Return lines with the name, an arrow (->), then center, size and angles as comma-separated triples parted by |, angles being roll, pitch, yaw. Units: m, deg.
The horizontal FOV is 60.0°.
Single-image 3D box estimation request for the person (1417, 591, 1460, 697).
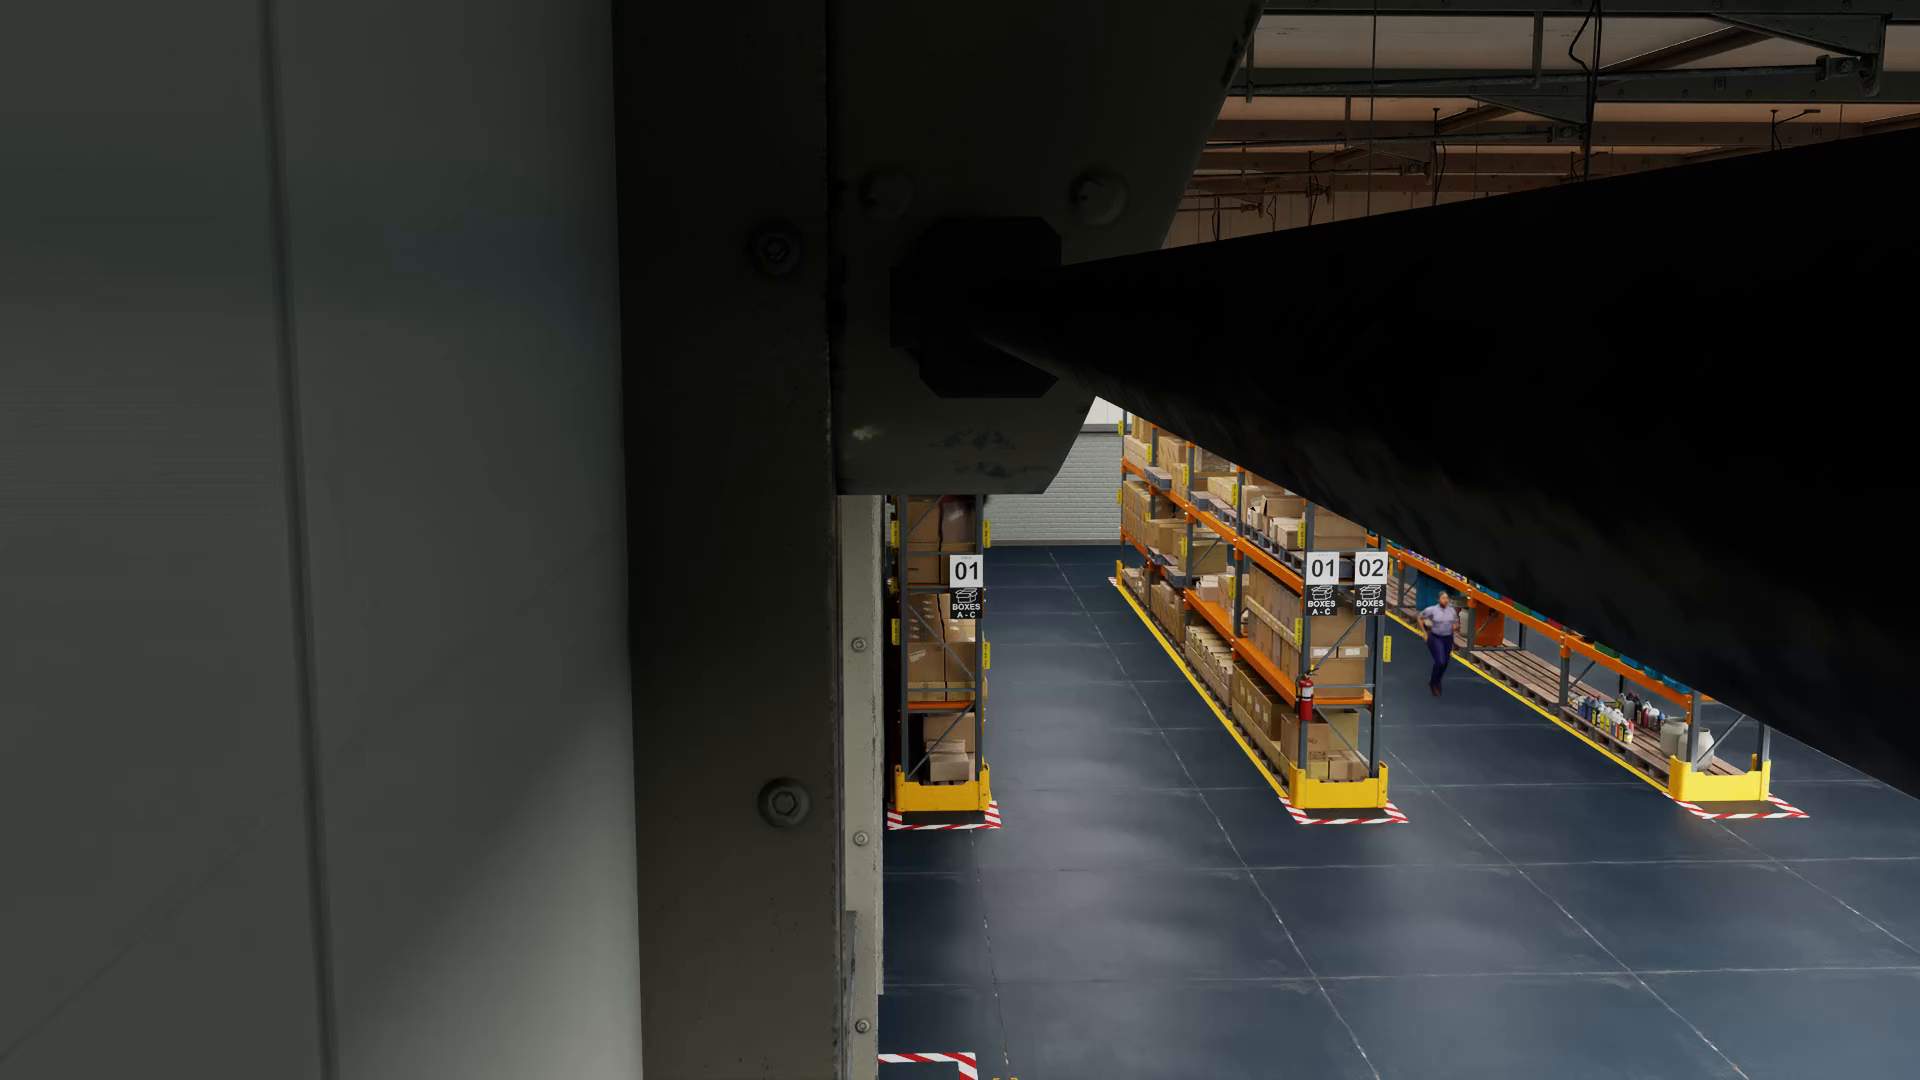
person -> 7.631, 1.649, 26.388 | 0.575, 1.689, 0.699 | -2, 9, -15
